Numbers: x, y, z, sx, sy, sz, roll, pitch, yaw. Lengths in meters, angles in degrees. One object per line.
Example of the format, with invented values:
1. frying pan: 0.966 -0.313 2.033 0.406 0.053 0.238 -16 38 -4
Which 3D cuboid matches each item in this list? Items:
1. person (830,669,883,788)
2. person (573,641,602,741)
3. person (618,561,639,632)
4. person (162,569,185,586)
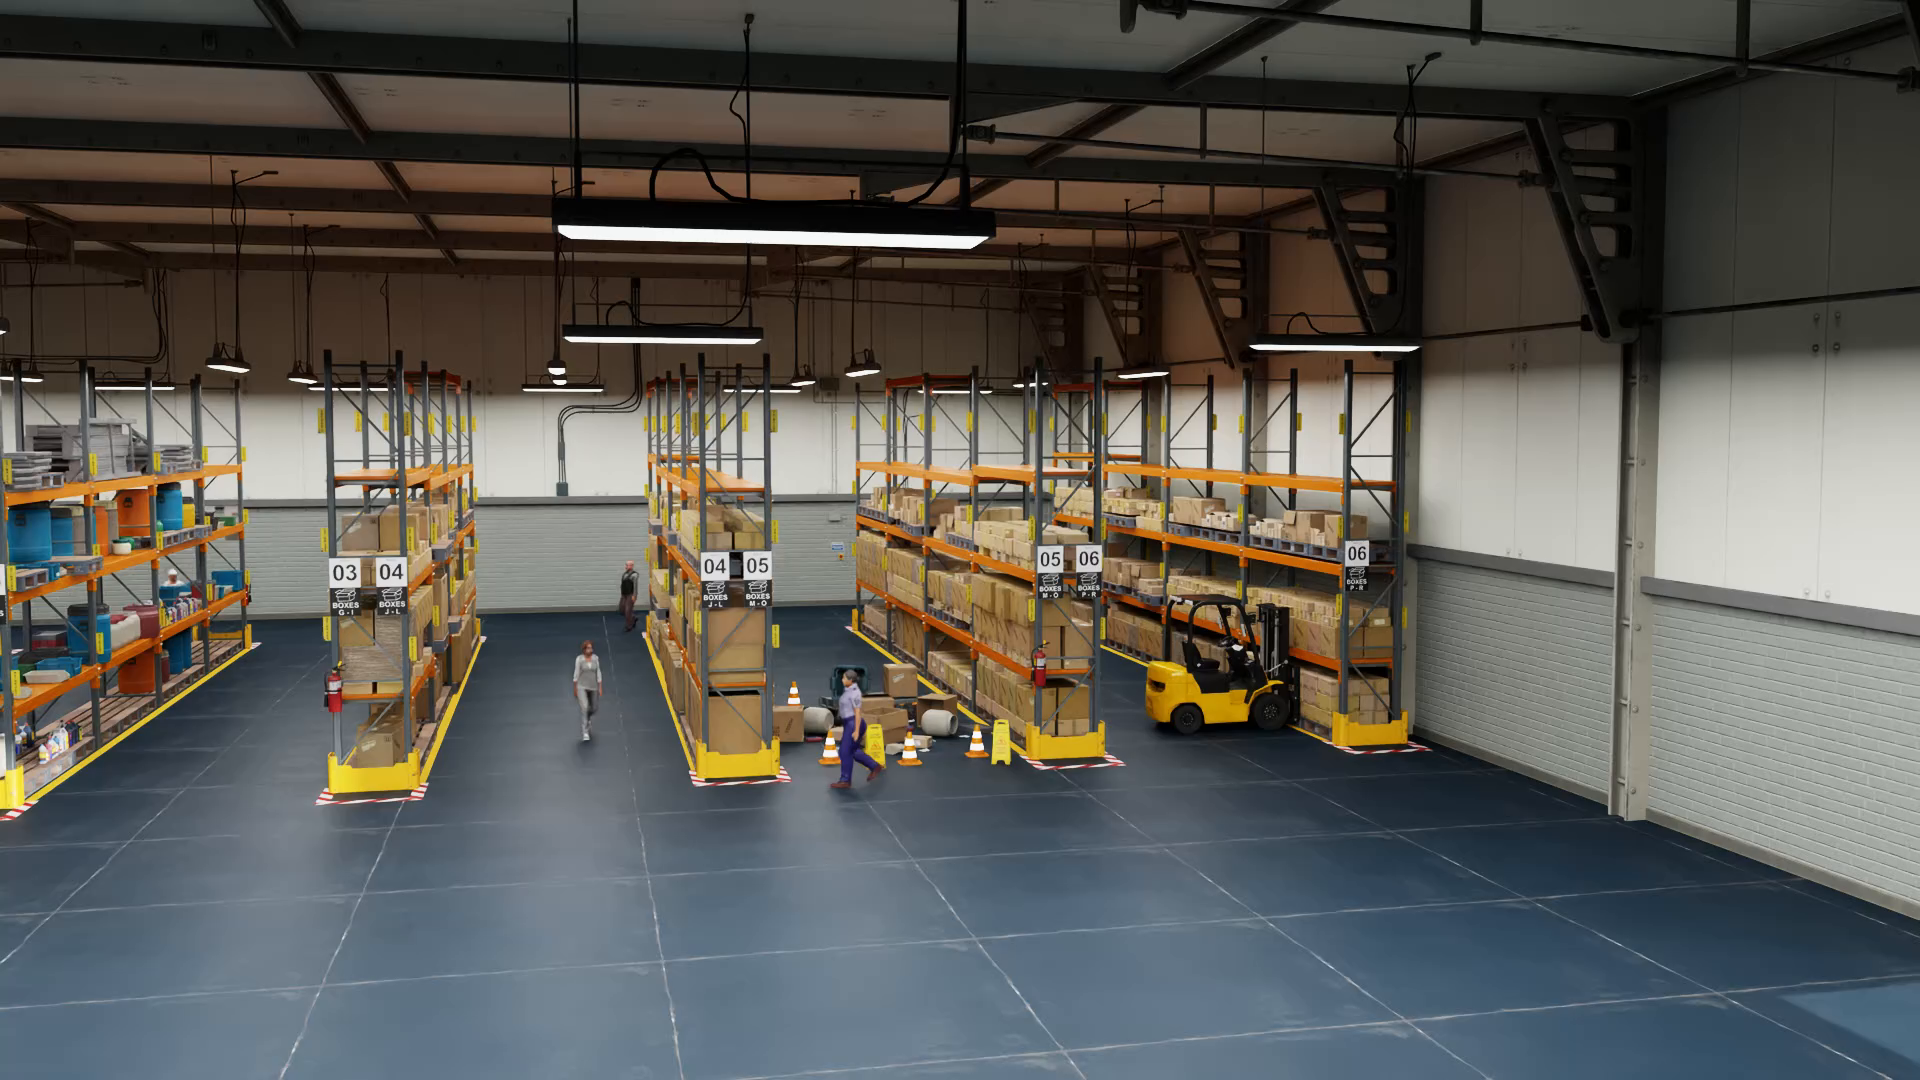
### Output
1. person: -1.432 2.588 23.011 0.757 1.622 0.544 -1 4 -8
2. person: -5.973 2.371 26.634 0.430 1.546 0.912 -2 5 -32
3. person: -7.960 1.351 40.056 0.547 1.711 0.604 4 6 44
4. person: -17.875 1.513 37.748 0.526 1.716 1.091 0 4 5
